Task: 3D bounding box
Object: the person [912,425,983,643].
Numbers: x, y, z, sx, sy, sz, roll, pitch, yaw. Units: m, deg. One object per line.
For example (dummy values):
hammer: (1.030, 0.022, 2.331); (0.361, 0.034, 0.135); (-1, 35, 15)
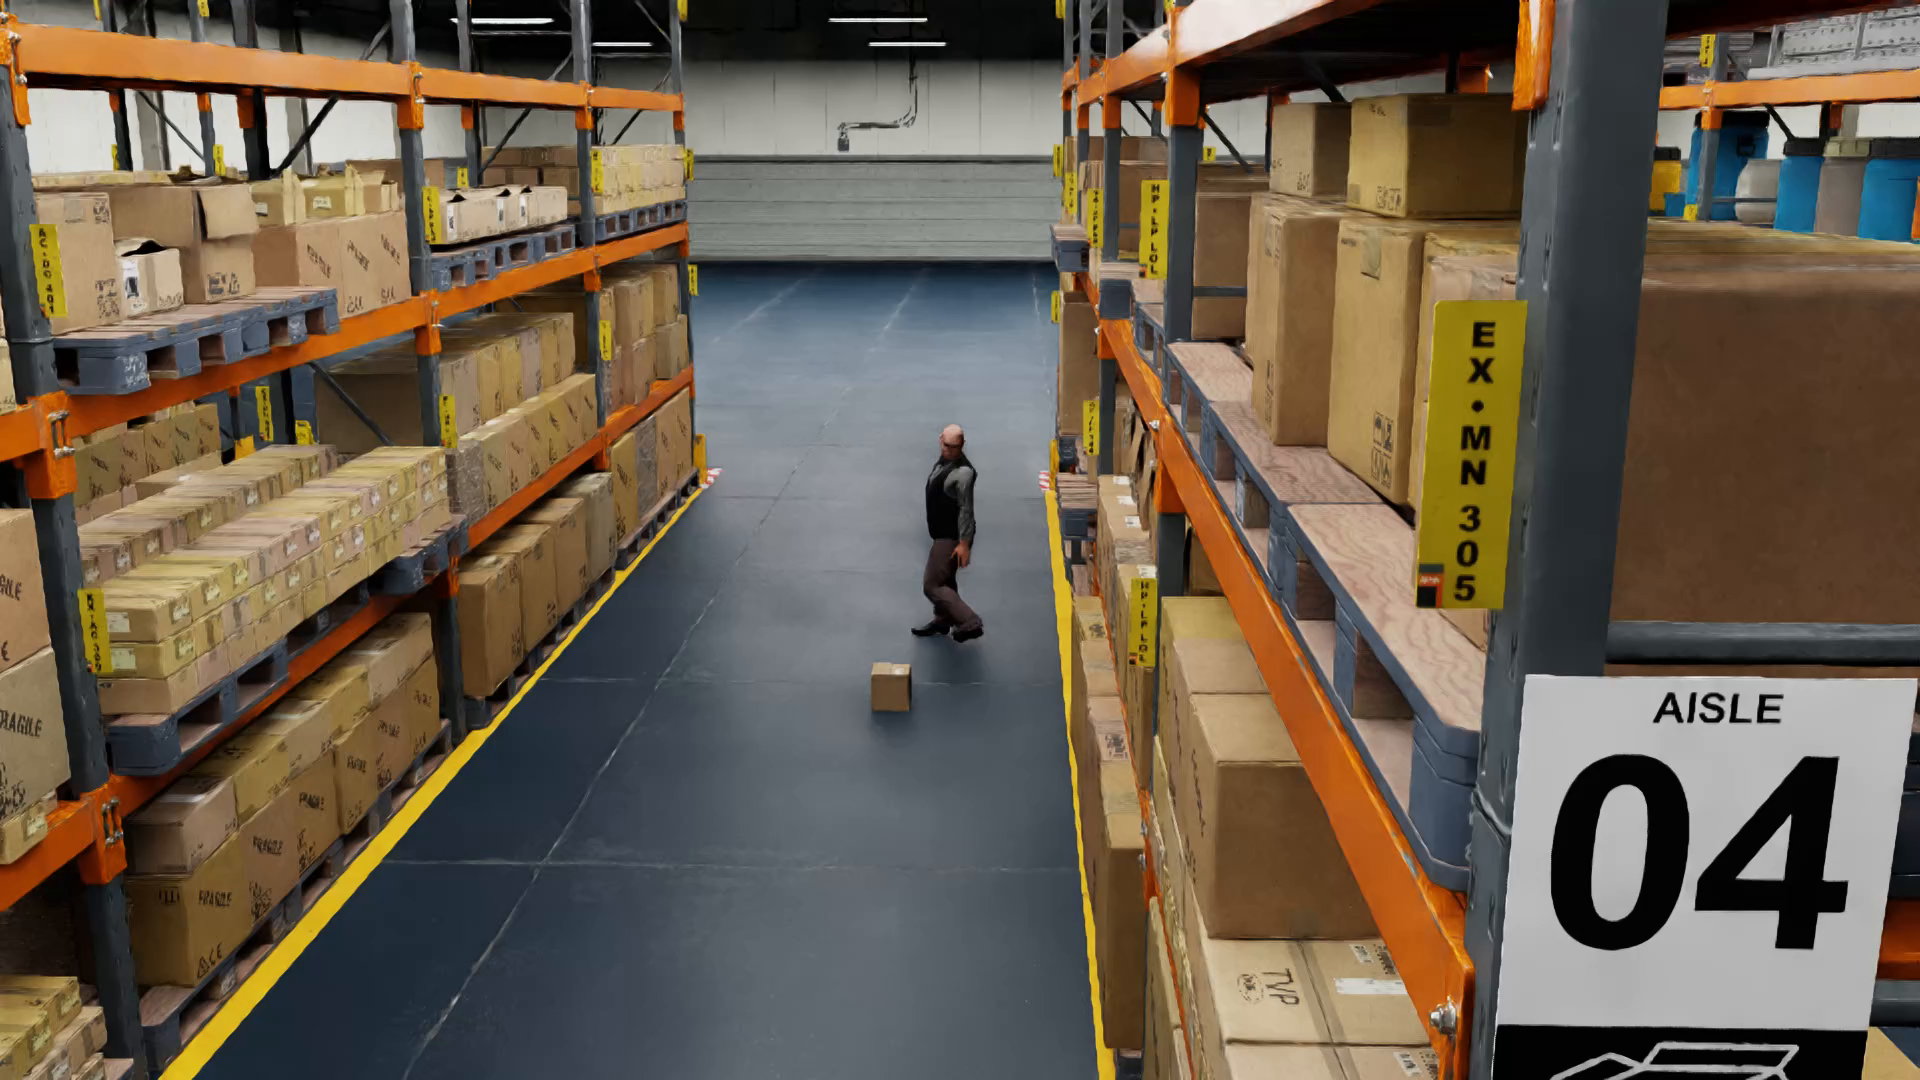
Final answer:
person: (-0.096, -0.041, 12.268); (0.502, 1.689, 0.673); (-1, 14, -5)
